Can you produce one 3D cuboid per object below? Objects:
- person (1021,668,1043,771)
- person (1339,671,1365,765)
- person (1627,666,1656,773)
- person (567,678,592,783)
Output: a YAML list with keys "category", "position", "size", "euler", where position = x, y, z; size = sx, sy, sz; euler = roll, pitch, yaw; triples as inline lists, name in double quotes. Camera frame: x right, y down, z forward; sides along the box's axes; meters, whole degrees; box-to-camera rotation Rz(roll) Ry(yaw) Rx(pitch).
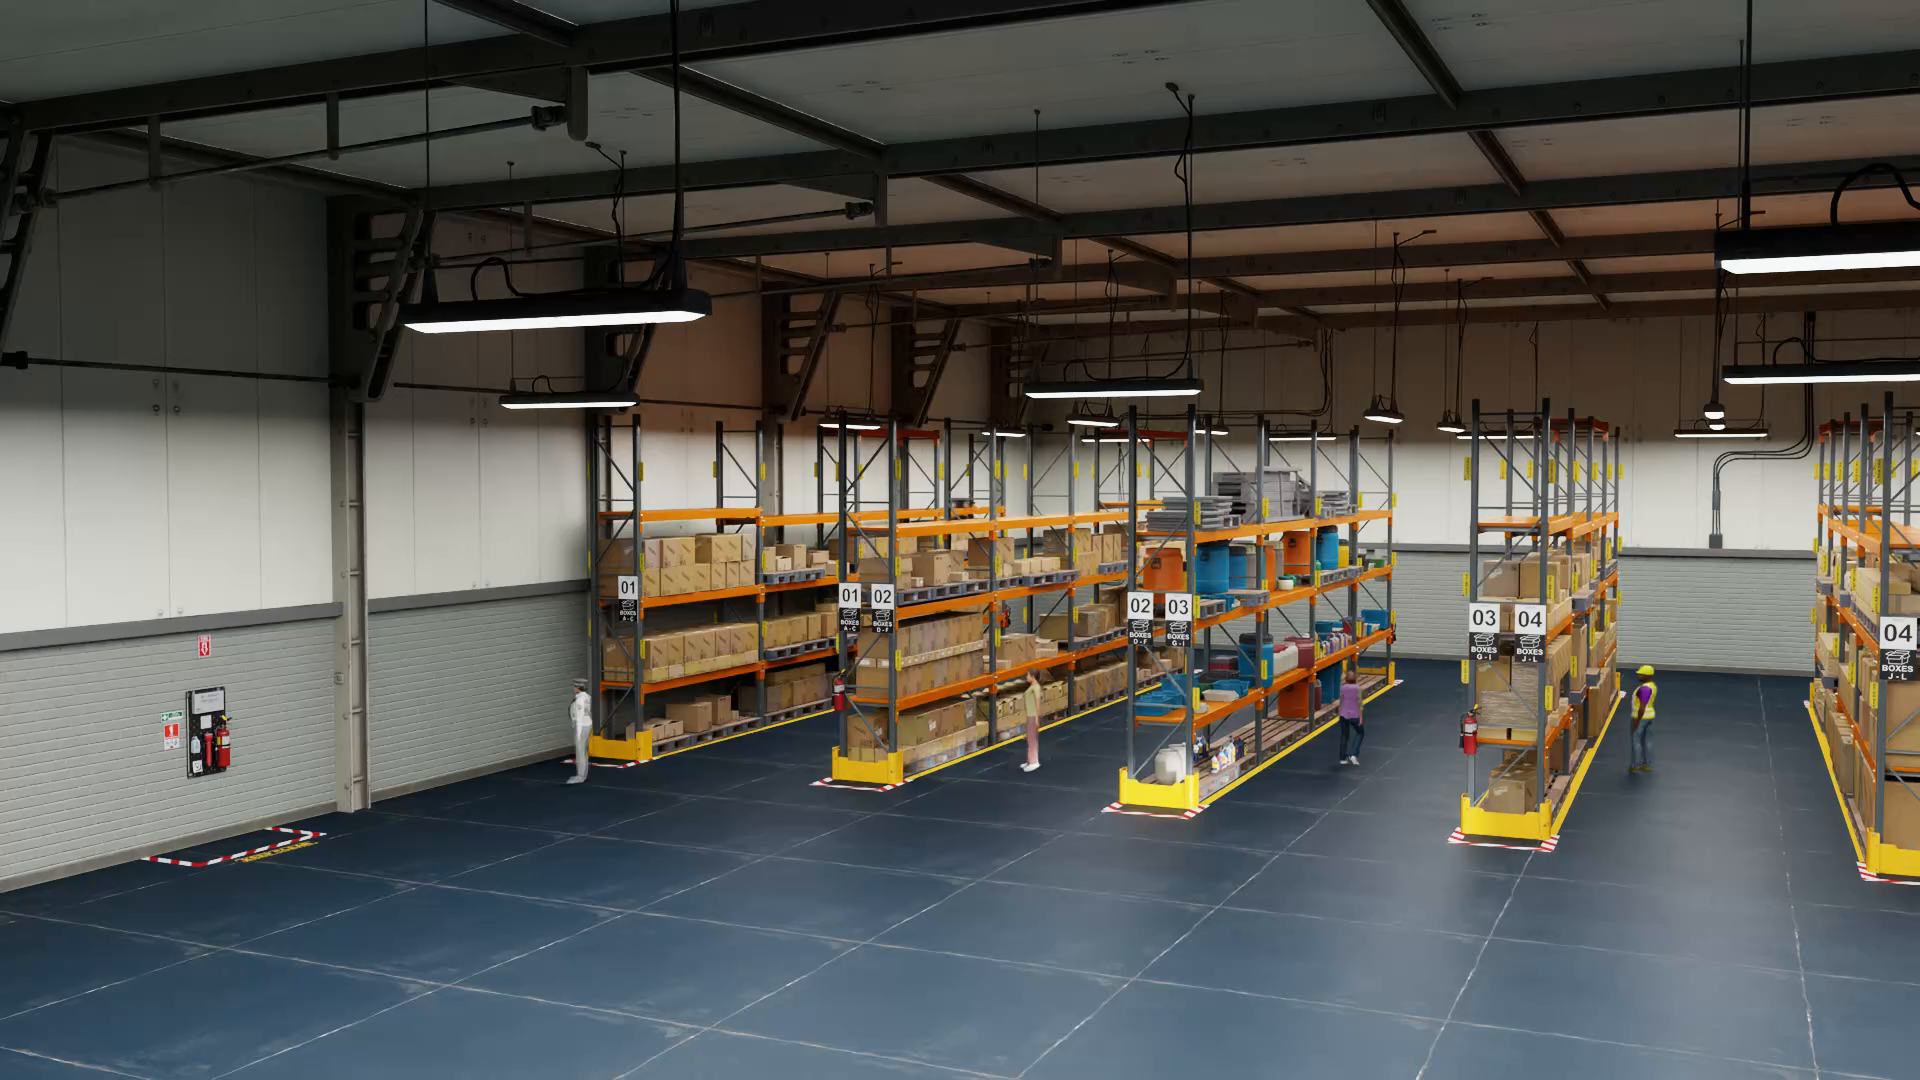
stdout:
- category: "person"
  position: [1.220, 3.018, 28.053]
  size: [0.391, 1.709, 0.548]
  euler: [0, 2, -2]
- category: "person"
  position: [6.667, 3.037, 28.325]
  size: [0.431, 1.631, 0.494]
  euler: [-2, 3, -38]
- category: "person"
  position: [11.397, 2.981, 27.759]
  size: [0.581, 1.778, 0.439]
  euler: [-2, 3, -39]
- category: "person"
  position: [-6.131, 3.060, 26.785]
  size: [0.389, 1.673, 0.514]
  euler: [0, 2, -1]
